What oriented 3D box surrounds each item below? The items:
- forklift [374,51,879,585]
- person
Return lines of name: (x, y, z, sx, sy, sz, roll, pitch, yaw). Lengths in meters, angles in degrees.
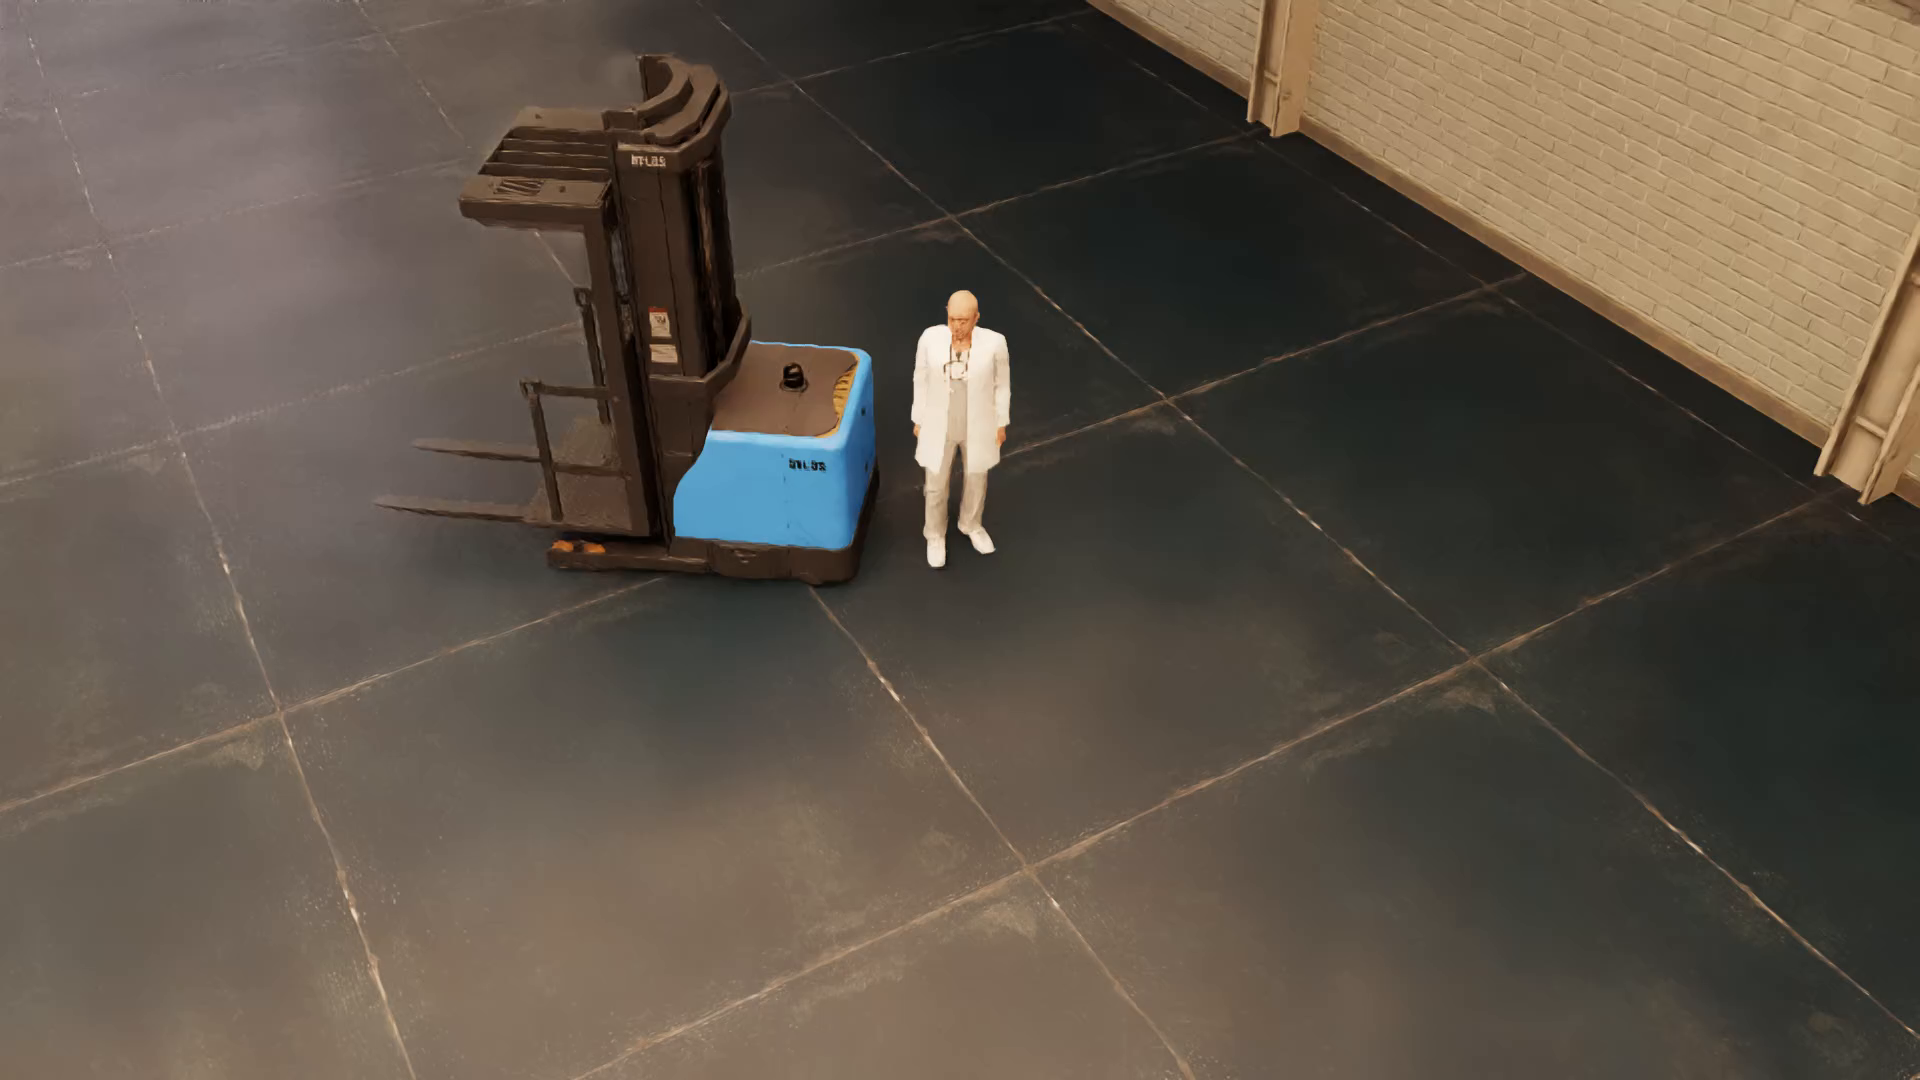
forklift: (-2.074, -1.273, 9.571, 3.031, 2.935, 1.130, 5, 40, 6)
person: (-0.007, -0.644, 9.719, 0.585, 1.778, 0.486, 4, 40, 5)
